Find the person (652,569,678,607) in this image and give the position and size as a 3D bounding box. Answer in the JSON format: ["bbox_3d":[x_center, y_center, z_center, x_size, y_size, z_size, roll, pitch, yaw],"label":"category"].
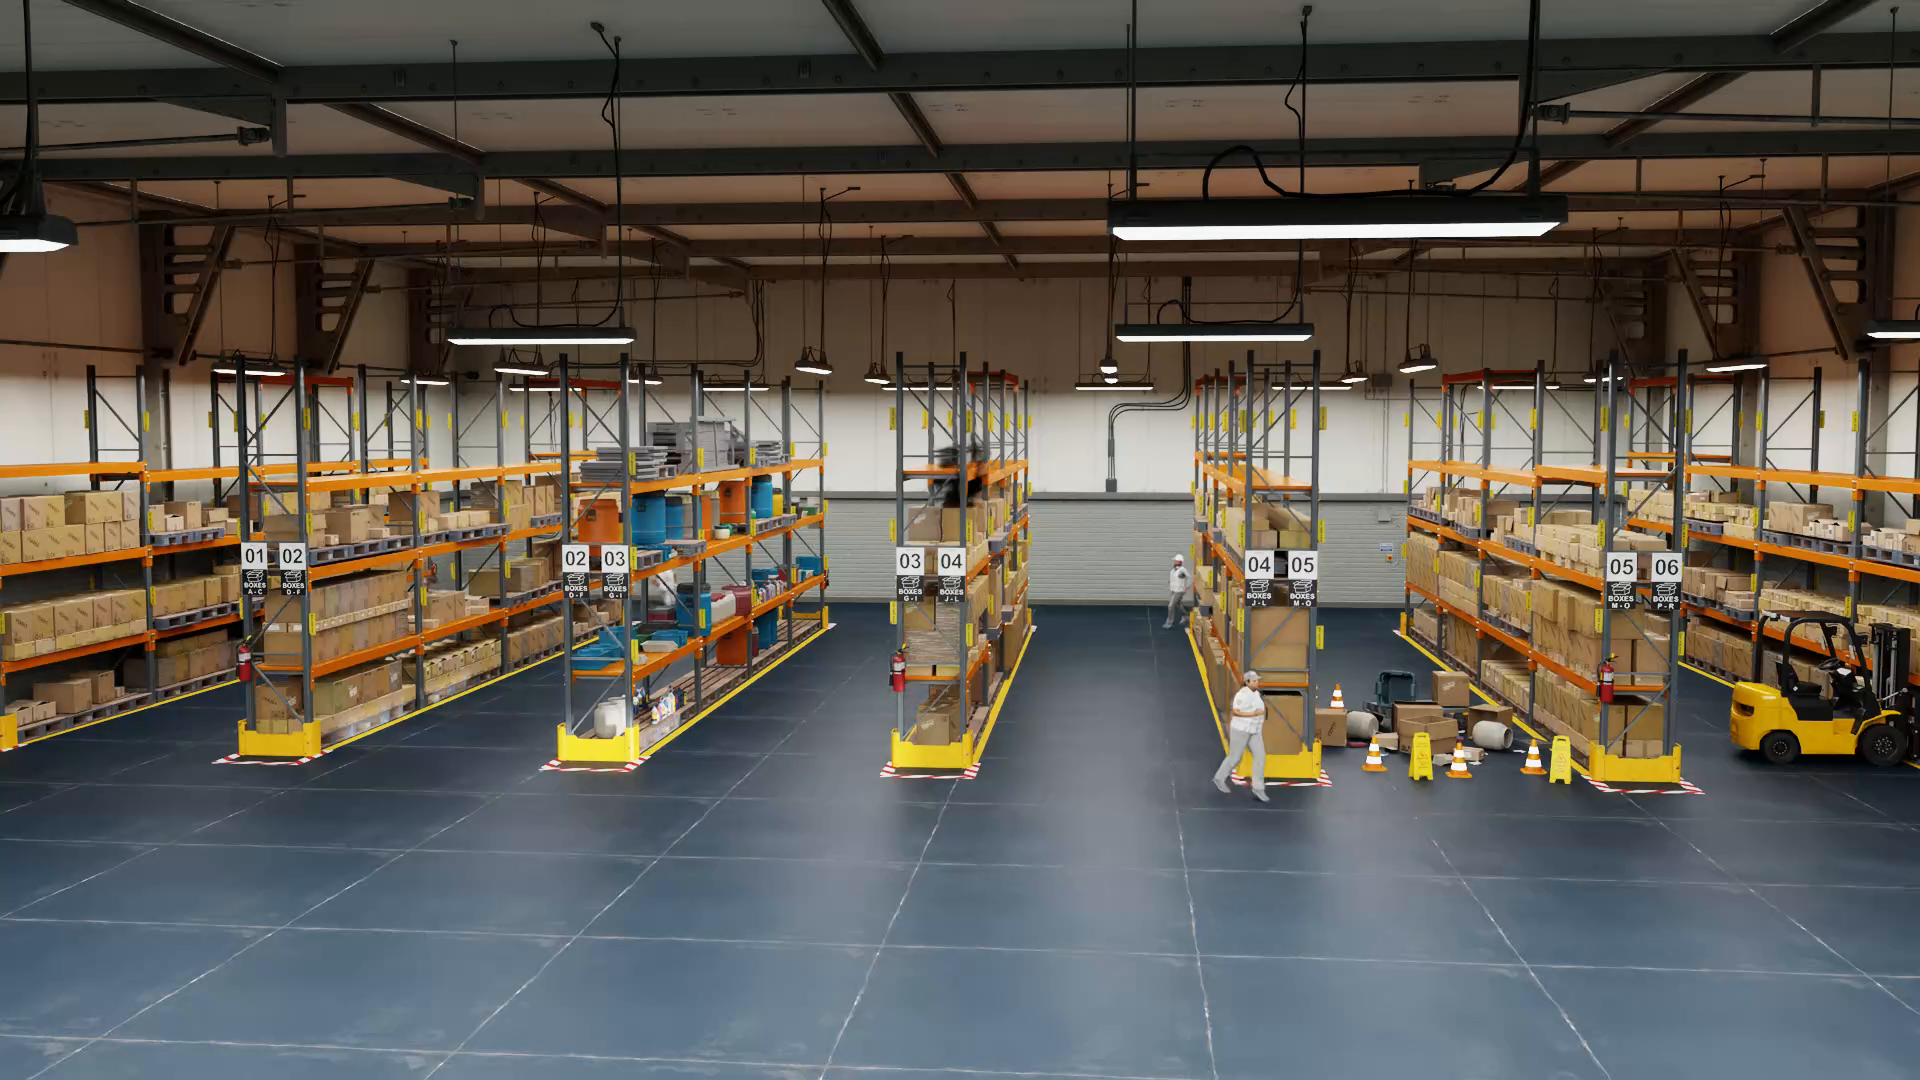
[{"bbox_3d":[-7.203,1.237,40.910,0.725,1.711,0.587,-2,5,-28],"label":"person"}]

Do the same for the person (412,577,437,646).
[{"bbox_3d":[-11.050,1.689,34.476,0.683,1.871,0.783,0,4,5],"label":"person"}]

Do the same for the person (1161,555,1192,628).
[{"bbox_3d":[5.327,1.245,40.489,0.872,1.792,0.706,-2,4,-22],"label":"person"}]

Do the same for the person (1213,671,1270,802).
[{"bbox_3d":[3.821,2.597,22.193,0.606,1.716,0.813,-4,6,-42],"label":"person"}]
